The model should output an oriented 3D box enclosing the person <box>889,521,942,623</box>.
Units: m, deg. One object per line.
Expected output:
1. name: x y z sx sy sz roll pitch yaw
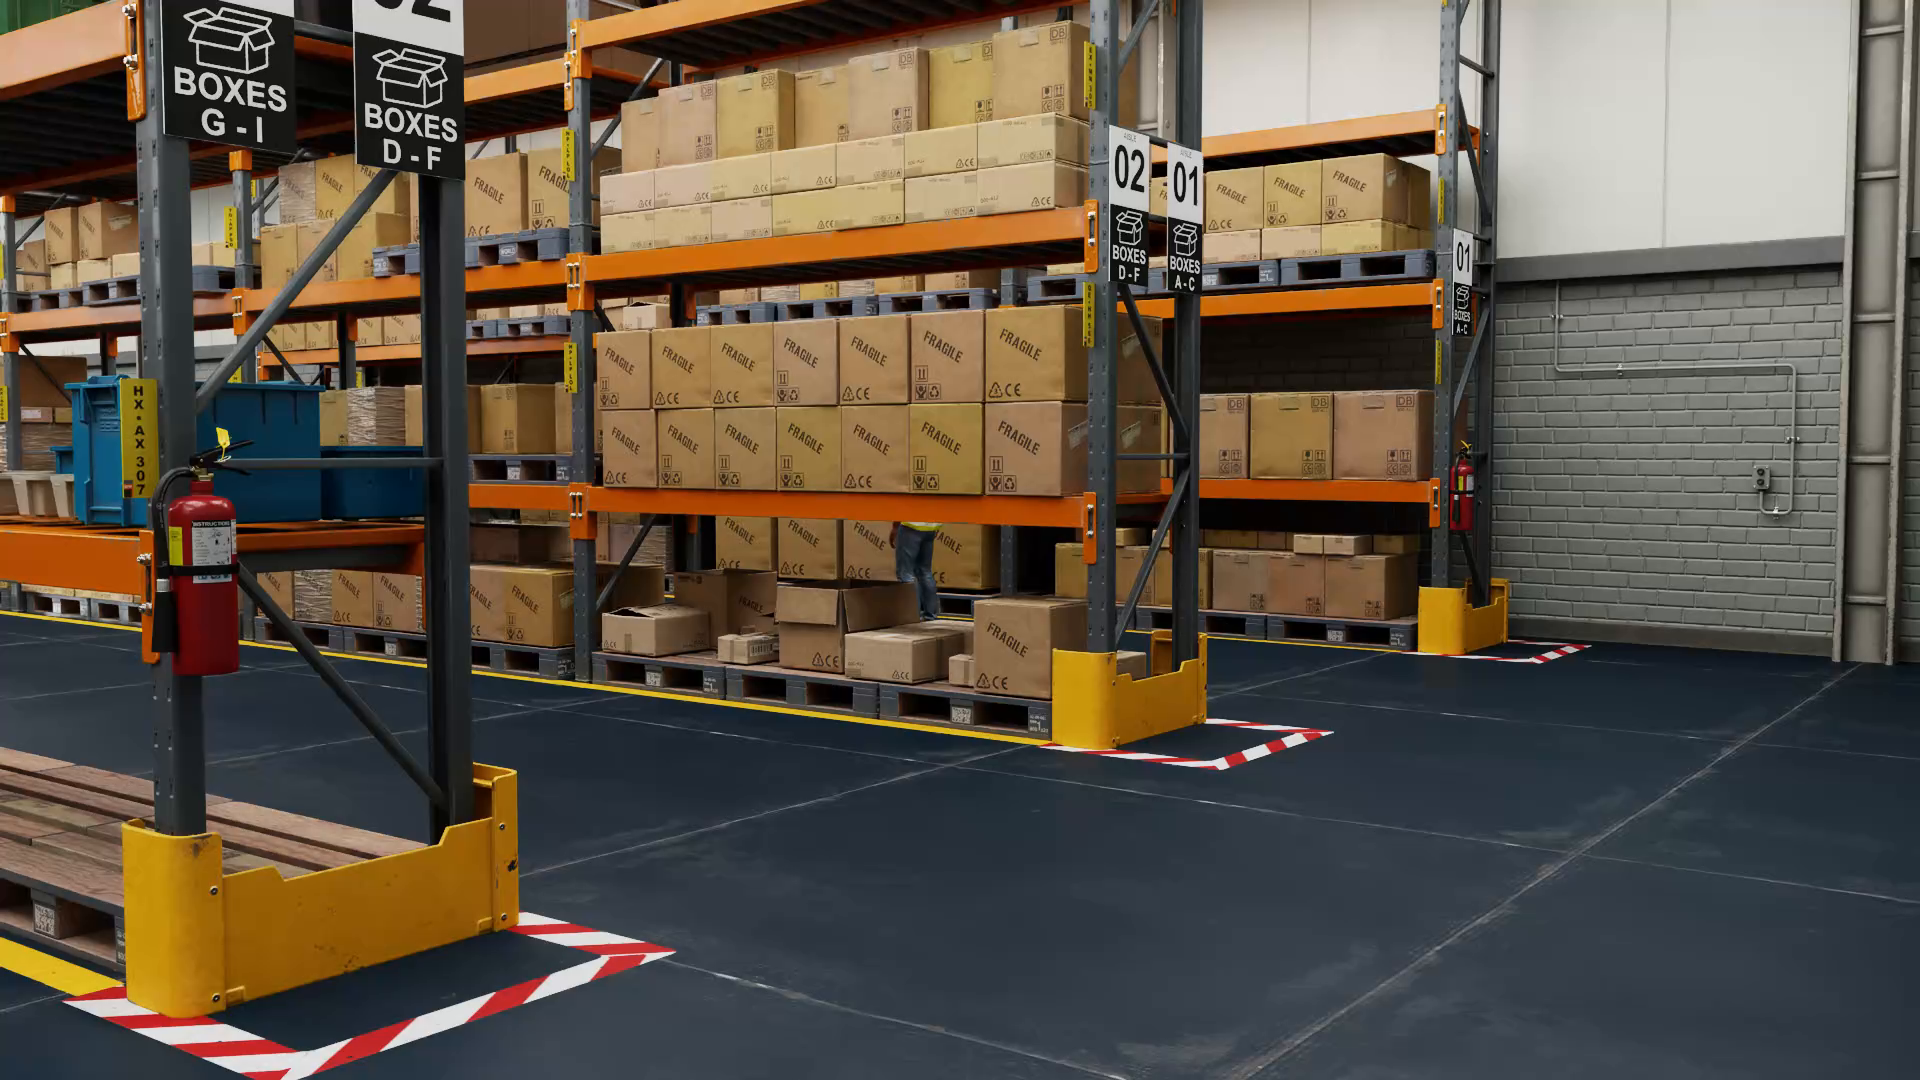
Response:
1. person: -0.405 -0.113 14.306 0.462 1.759 0.633 2 4 33
